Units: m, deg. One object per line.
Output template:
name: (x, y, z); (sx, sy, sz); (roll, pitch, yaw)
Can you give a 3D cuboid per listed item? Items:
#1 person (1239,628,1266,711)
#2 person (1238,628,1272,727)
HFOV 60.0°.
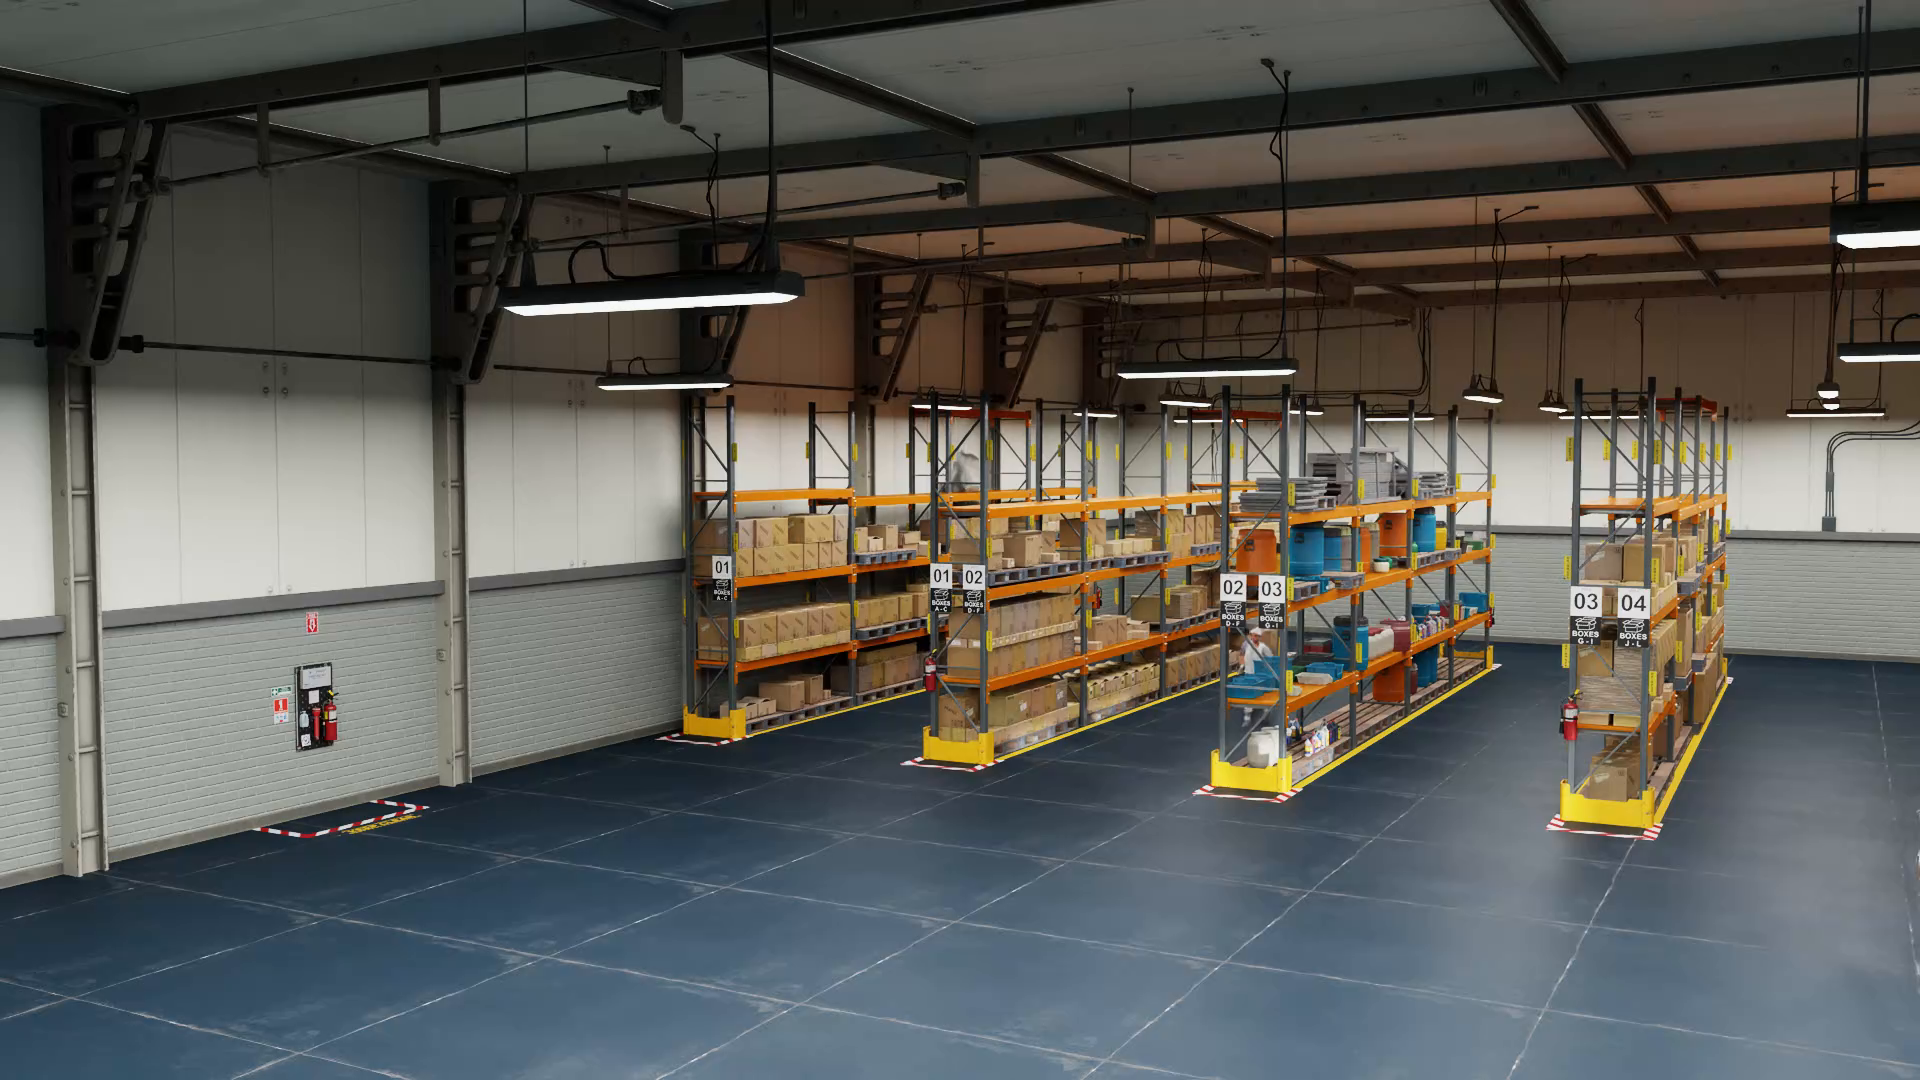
person: (5.698, 2.514, 32.251); (0.607, 1.583, 0.551); (1, 3, 15)
person: (5.396, 2.493, 30.376); (0.678, 1.770, 0.975); (2, 4, 33)
